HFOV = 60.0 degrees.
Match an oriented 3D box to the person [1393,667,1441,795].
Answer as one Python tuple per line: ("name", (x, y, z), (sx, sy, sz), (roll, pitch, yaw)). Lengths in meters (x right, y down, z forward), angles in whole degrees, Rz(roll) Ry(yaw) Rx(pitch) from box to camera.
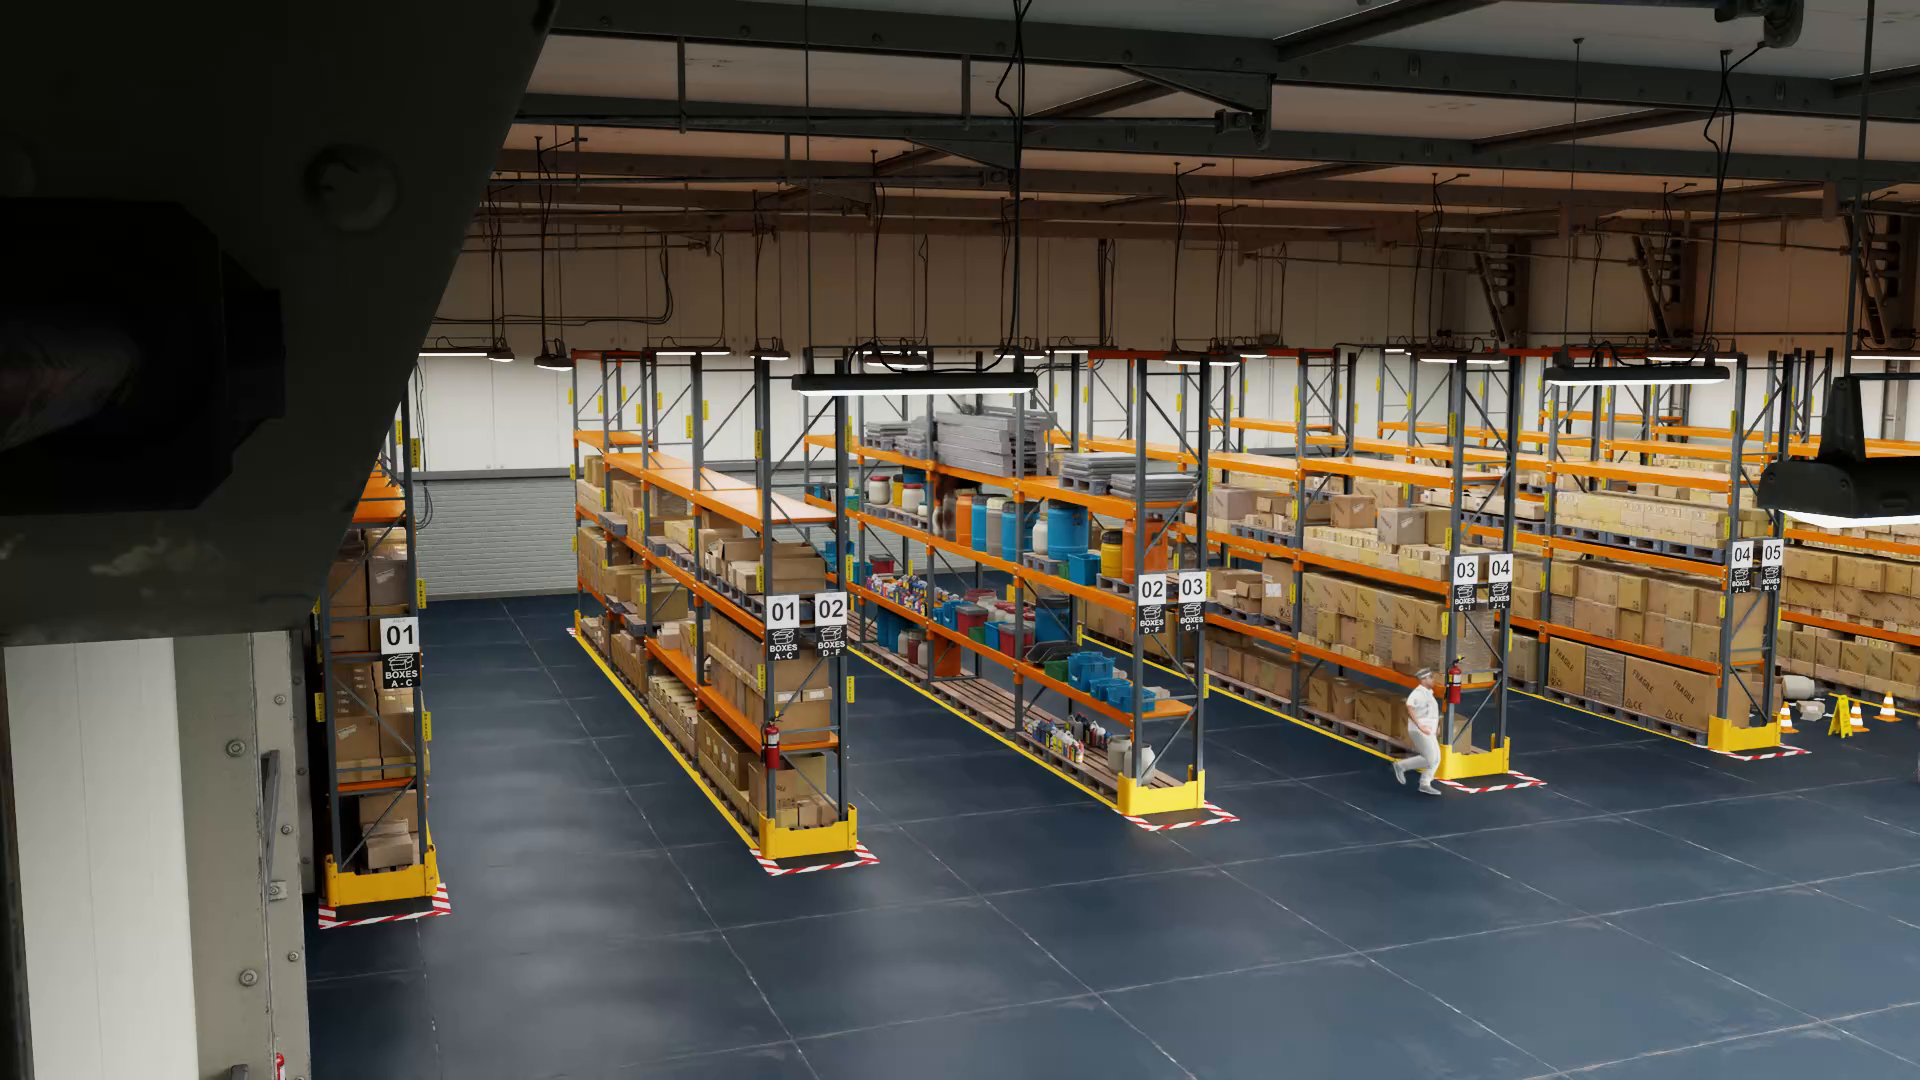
("person", (6.427, 2.618, 23.091), (0.667, 1.713, 0.705), (4, 8, 30))
